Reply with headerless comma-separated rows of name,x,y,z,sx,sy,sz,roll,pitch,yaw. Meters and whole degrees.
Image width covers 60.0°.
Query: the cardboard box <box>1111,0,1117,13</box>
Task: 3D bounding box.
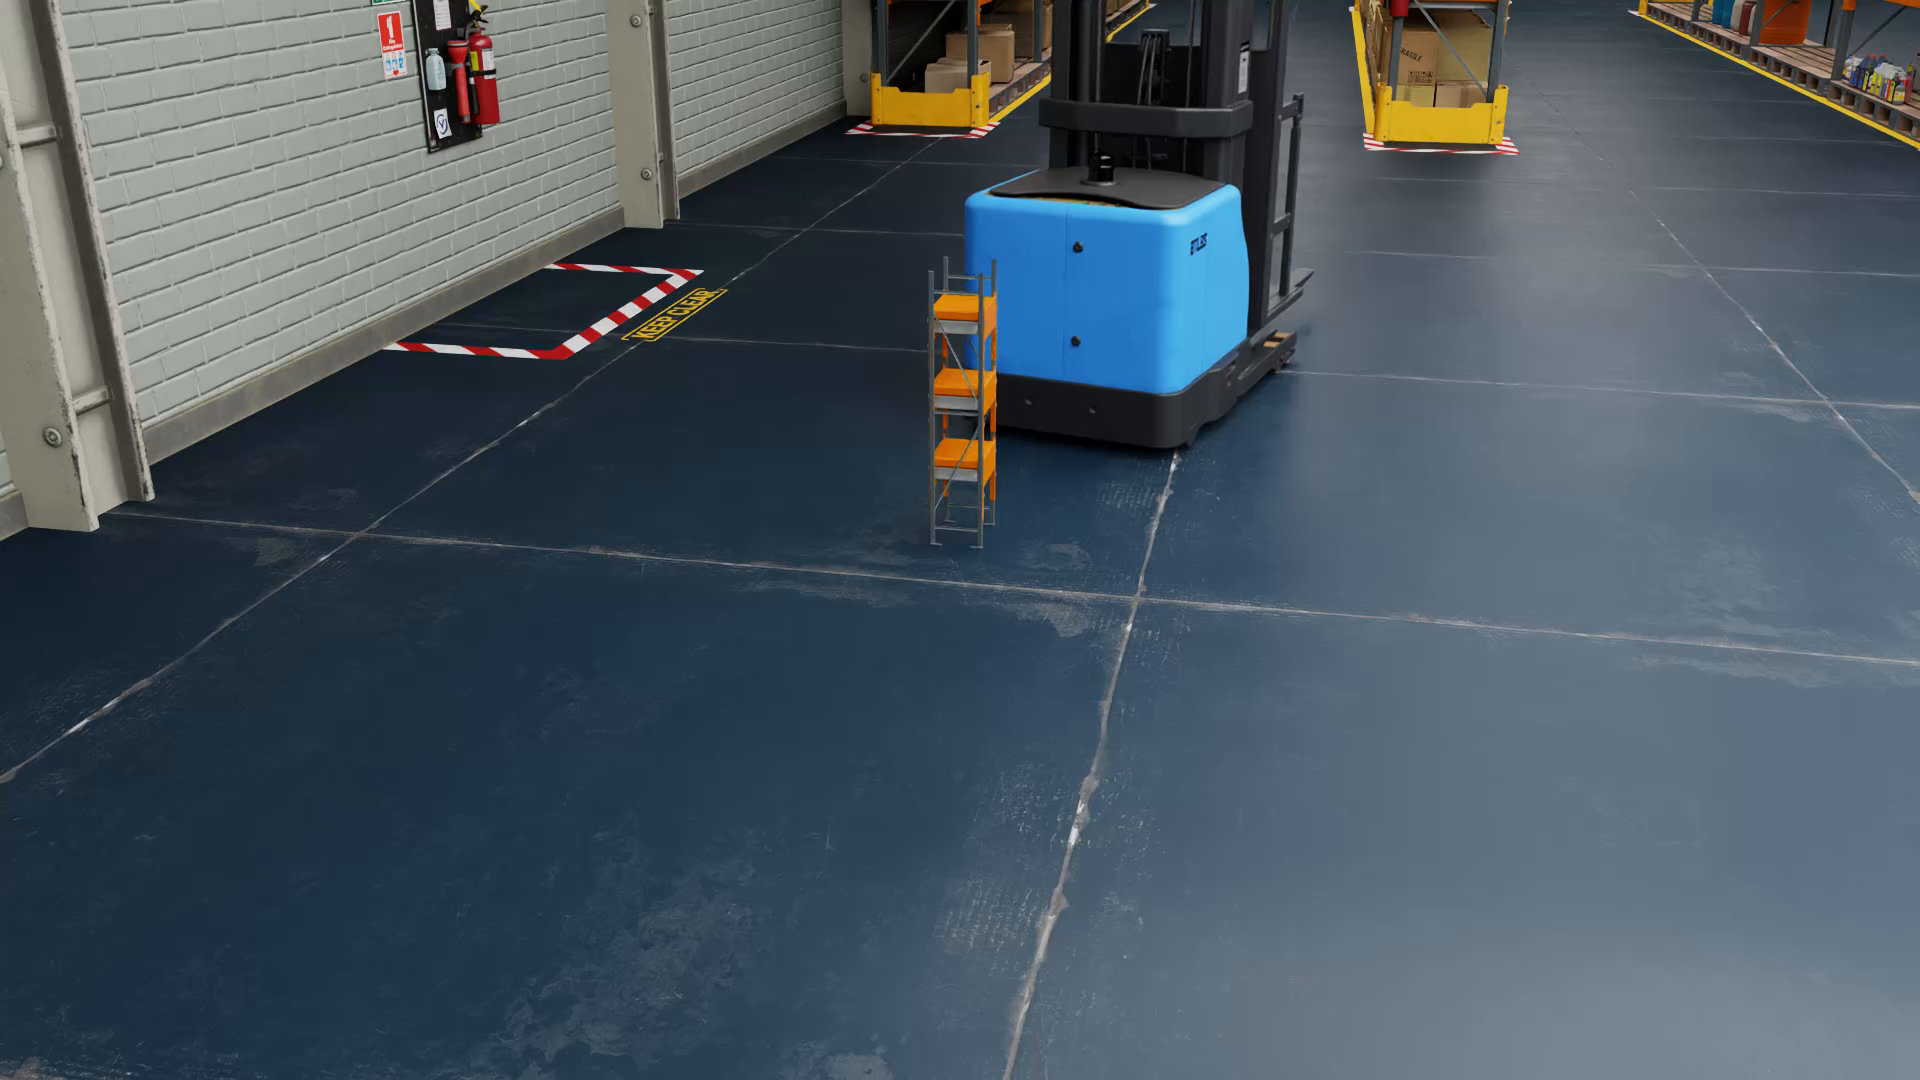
cardboard box,2.122,-8.912,26.783,0.750,0.750,0.750,5,22,12

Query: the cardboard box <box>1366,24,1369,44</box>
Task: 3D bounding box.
cardboard box,5.666,-6.690,22.067,0.500,0.250,0.500,4,22,9

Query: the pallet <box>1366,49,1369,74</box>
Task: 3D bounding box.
pallet,5.705,-6.087,21.185,1.003,0.211,1.213,4,22,11

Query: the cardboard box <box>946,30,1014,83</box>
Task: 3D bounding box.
cardboard box,0.223,-5.338,18.348,0.700,0.500,0.500,3,22,8

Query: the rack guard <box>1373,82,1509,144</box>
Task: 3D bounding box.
rack guard,4.525,-4.029,15.689,1.175,0.500,0.348,4,22,11

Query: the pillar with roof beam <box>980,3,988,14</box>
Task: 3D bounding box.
pillar with roof beam,4.414,-10.545,20.490,9.100,9.000,0.400,4,22,11

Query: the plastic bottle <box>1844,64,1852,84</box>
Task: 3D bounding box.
plastic bottle,9.679,-5.067,18.077,0.097,0.201,0.097,0,22,0

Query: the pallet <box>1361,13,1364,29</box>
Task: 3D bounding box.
pallet,7.119,-8.544,27.285,1.003,0.211,1.213,4,22,11

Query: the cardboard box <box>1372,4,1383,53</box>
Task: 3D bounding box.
cardboard box,4.944,-5.782,18.809,0.500,0.500,0.500,4,22,11

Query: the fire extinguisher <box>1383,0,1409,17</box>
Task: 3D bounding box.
fire extinguisher,4.051,-5.154,15.239,0.296,0.674,0.183,4,22,11

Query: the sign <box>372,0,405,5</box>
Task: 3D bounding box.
sign,-2.995,-2.870,8.706,0.001,0.109,0.331,4,22,11

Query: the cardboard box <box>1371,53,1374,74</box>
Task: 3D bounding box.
cardboard box,4.954,-5.433,18.948,0.500,0.250,0.500,4,22,11

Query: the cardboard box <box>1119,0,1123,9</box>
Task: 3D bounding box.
cardboard box,2.381,-9.263,28.123,0.700,0.500,0.500,5,22,12

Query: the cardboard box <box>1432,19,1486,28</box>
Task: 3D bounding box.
cardboard box,5.046,-5.011,16.895,0.500,0.500,0.500,4,22,11

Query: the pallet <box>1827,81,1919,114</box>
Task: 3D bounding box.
pallet,10.016,-4.746,17.854,1.003,0.211,1.213,4,22,11

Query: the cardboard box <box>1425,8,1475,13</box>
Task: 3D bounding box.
cardboard box,5.352,-5.559,18.257,0.500,0.500,0.500,4,22,11

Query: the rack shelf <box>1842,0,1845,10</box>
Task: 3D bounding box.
rack shelf,10.602,-6.679,19.886,1.077,0.370,4.000,4,22,11

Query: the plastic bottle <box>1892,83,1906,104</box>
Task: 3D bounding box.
plastic bottle,9.323,-4.430,16.494,0.097,0.201,0.097,0,22,0

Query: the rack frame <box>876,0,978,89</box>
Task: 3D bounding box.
rack frame,-0.321,-5.574,16.178,1.000,3.000,0.127,4,22,11

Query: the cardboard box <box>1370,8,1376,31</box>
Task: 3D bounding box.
cardboard box,5.458,-6.566,21.011,0.500,0.311,0.500,4,22,10

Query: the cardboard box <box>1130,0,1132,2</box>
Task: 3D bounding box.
cardboard box,2.695,-9.830,29.530,0.700,0.500,0.500,4,22,9

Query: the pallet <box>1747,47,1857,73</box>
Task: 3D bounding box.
pallet,10.814,-6.170,21.392,1.003,0.211,1.213,4,22,11

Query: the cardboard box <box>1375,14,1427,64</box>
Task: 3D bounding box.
cardboard box,4.641,-5.233,17.447,0.500,0.500,0.500,4,22,11

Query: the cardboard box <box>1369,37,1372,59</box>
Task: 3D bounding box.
cardboard box,5.355,-6.126,20.666,0.500,0.250,0.500,5,22,12

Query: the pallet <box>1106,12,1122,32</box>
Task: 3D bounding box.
pallet,2.044,-8.381,26.881,1.003,0.211,1.213,4,22,11

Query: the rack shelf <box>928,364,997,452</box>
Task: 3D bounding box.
rack shelf,0.011,-0.497,6.210,0.215,0.259,0.240,4,22,11

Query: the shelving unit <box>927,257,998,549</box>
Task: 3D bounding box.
shelving unit,0.011,-0.507,6.206,0.215,1.050,0.252,4,22,11

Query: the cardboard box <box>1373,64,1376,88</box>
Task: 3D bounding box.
cardboard box,4.644,-4.885,17.586,0.500,0.250,0.500,4,22,11

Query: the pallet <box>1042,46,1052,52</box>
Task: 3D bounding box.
pallet,0.900,-6.476,22.150,1.003,0.211,1.213,4,22,11

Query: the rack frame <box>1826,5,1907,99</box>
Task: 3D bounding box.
rack frame,10.194,-6.281,17.935,1.000,3.000,0.127,4,22,11

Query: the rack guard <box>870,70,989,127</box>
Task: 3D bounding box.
rack guard,-0.305,-4.442,16.714,1.175,0.500,0.348,4,22,11

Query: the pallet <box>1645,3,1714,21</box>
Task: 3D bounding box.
pallet,12.436,-9.078,28.611,1.003,0.211,1.213,4,22,11

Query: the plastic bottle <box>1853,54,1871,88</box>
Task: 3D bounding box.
plastic bottle,9.623,-4.993,17.693,0.144,0.351,0.185,5,22,12

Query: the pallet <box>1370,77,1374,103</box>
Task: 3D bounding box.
pallet,5.142,-5.079,18.683,1.003,0.211,1.213,4,22,11

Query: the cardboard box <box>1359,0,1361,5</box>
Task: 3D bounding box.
cardboard box,7.202,-9.435,28.856,0.500,0.250,0.500,4,22,11

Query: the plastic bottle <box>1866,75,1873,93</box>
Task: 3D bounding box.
plastic bottle,9.504,-4.753,17.297,0.097,0.201,0.097,0,22,0

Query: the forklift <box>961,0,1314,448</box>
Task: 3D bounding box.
forklift,1.095,-2.267,8.059,1.130,2.935,3.031,10,24,24

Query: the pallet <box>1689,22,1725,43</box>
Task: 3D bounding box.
pallet,11.628,-7.635,25.028,1.003,0.211,1.213,4,22,11

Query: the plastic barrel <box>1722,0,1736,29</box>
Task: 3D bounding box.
plastic barrel,11.554,-7.972,24.380,0.600,0.901,0.708,4,22,11

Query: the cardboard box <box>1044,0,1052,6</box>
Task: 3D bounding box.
cardboard box,0.938,-7.233,22.050,0.500,0.250,0.500,4,22,11

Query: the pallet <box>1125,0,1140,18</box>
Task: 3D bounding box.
pallet,2.606,-9.389,29.383,1.003,0.211,1.213,4,22,11

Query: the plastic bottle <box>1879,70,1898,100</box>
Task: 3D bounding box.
plastic bottle,9.430,-4.605,16.830,0.152,0.276,0.135,4,22,9

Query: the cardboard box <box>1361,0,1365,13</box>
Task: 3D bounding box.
cardboard box,6.817,-8.861,27.097,0.500,0.500,0.500,4,22,11

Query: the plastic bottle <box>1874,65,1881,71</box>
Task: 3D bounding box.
plastic bottle,9.591,-4.831,17.396,0.097,0.271,0.097,0,22,0

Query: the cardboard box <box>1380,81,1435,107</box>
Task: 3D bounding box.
cardboard box,4.350,-4.336,16.222,0.500,0.250,0.500,4,22,11

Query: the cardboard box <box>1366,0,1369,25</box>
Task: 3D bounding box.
cardboard box,6.330,-7.909,24.734,0.500,0.500,0.500,4,22,9

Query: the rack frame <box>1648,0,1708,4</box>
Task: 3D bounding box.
rack frame,12.643,-10.670,28.832,1.000,3.000,0.127,4,22,11

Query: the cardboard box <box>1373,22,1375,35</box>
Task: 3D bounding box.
cardboard box,5.148,-6.010,19.629,0.500,0.311,0.500,4,22,11

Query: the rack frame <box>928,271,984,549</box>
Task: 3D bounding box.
rack frame,-0.014,-0.462,6.095,0.200,1.050,0.008,4,22,11

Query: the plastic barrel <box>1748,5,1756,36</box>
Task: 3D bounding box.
plastic barrel,11.121,-7.179,22.931,0.421,0.512,0.421,0,22,0

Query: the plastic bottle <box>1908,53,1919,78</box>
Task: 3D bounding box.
plastic bottle,10.204,-5.010,17.736,0.144,0.351,0.185,4,22,11

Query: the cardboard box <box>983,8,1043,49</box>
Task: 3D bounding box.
cardboard box,0.686,-6.545,21.345,0.700,0.500,0.500,4,22,10

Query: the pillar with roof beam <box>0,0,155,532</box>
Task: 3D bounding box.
pillar with roof beam,0.741,-3.962,4.145,9.100,9.000,0.400,4,22,11

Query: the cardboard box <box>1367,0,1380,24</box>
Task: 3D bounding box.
cardboard box,5.767,-7.134,22.419,0.500,0.311,0.500,5,23,13
